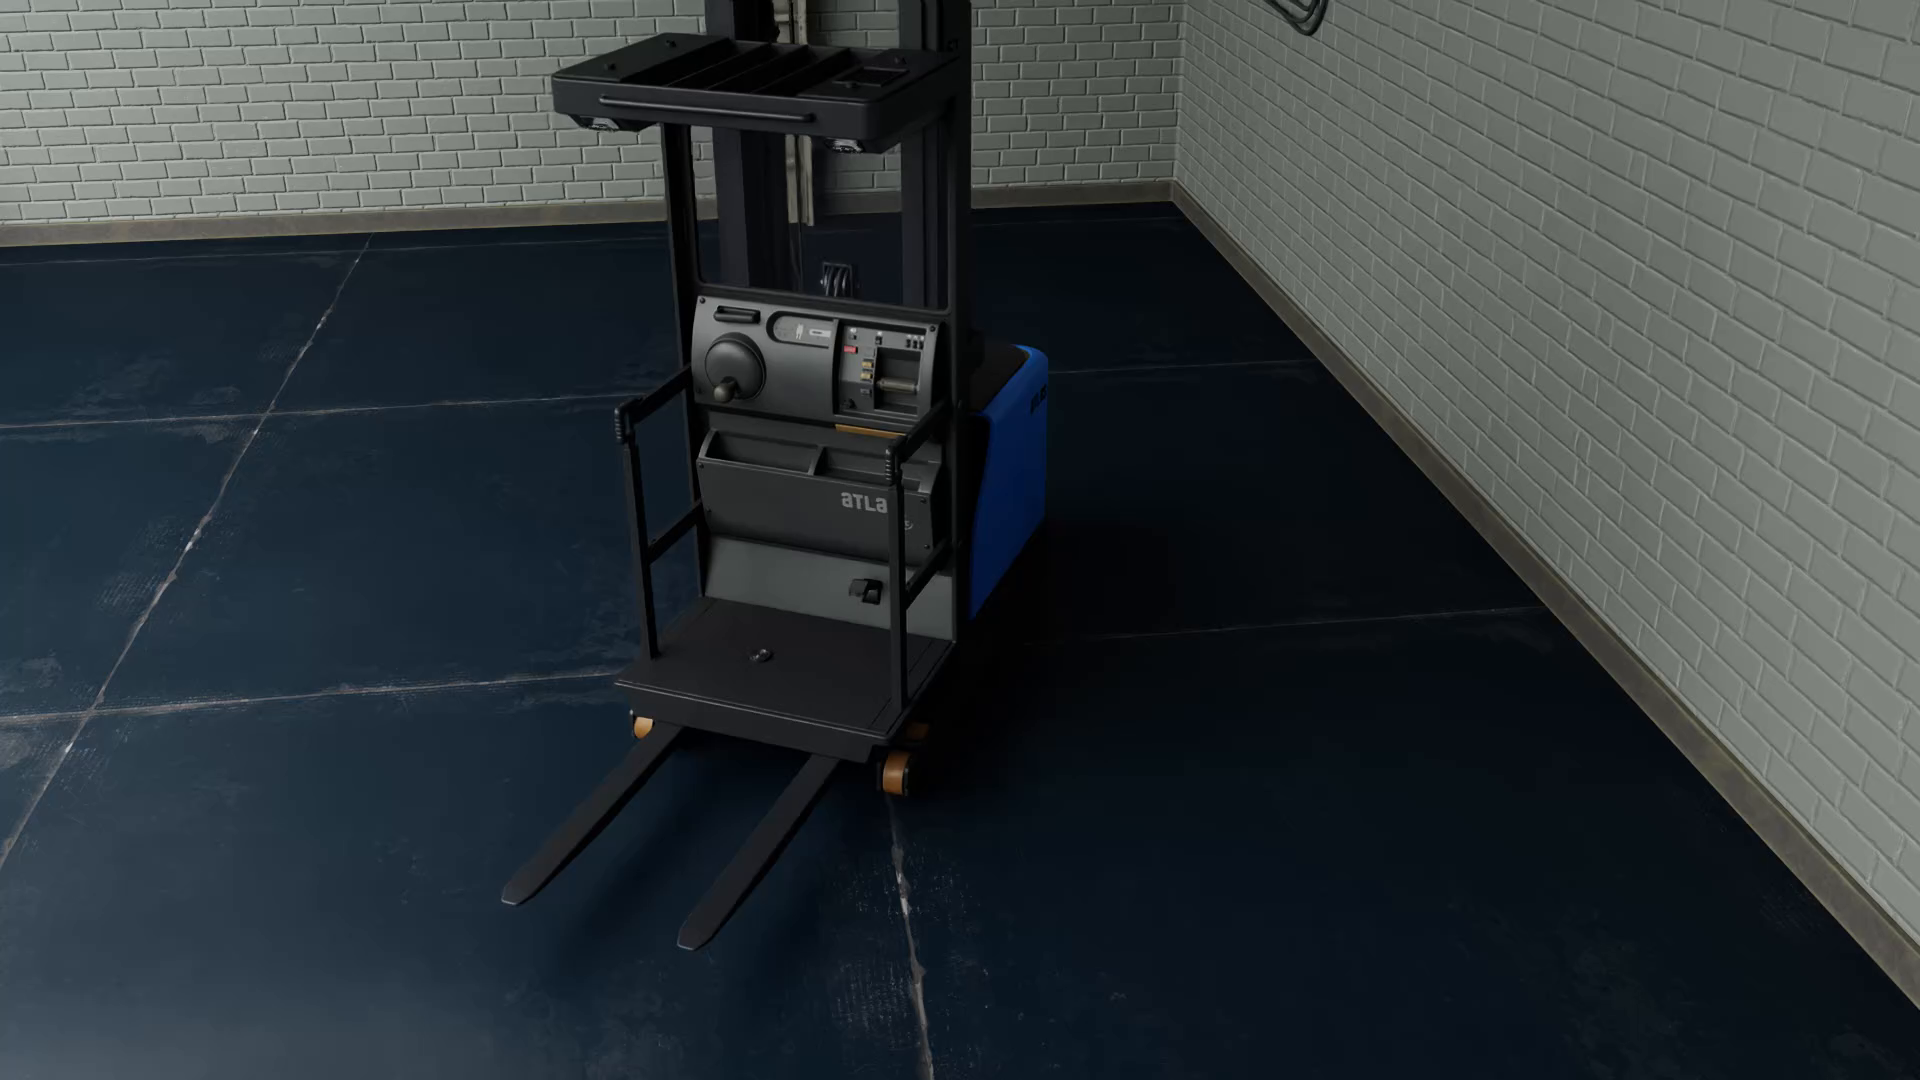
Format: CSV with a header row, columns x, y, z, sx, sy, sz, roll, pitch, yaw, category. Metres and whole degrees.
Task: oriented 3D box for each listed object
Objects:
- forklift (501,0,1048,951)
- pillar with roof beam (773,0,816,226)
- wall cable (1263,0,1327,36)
x,y,z,sx,sy,sz,roll,pitch,yaw,category
-0.588,-0.597,5.704,1.130,2.935,3.031,9,29,17,forklift
-0.685,-4.437,6.540,0.400,9.000,9.100,-4,27,-7,pillar with roof beam
1.816,-4.591,10.242,0.112,2.526,3.097,-4,27,-7,wall cable
